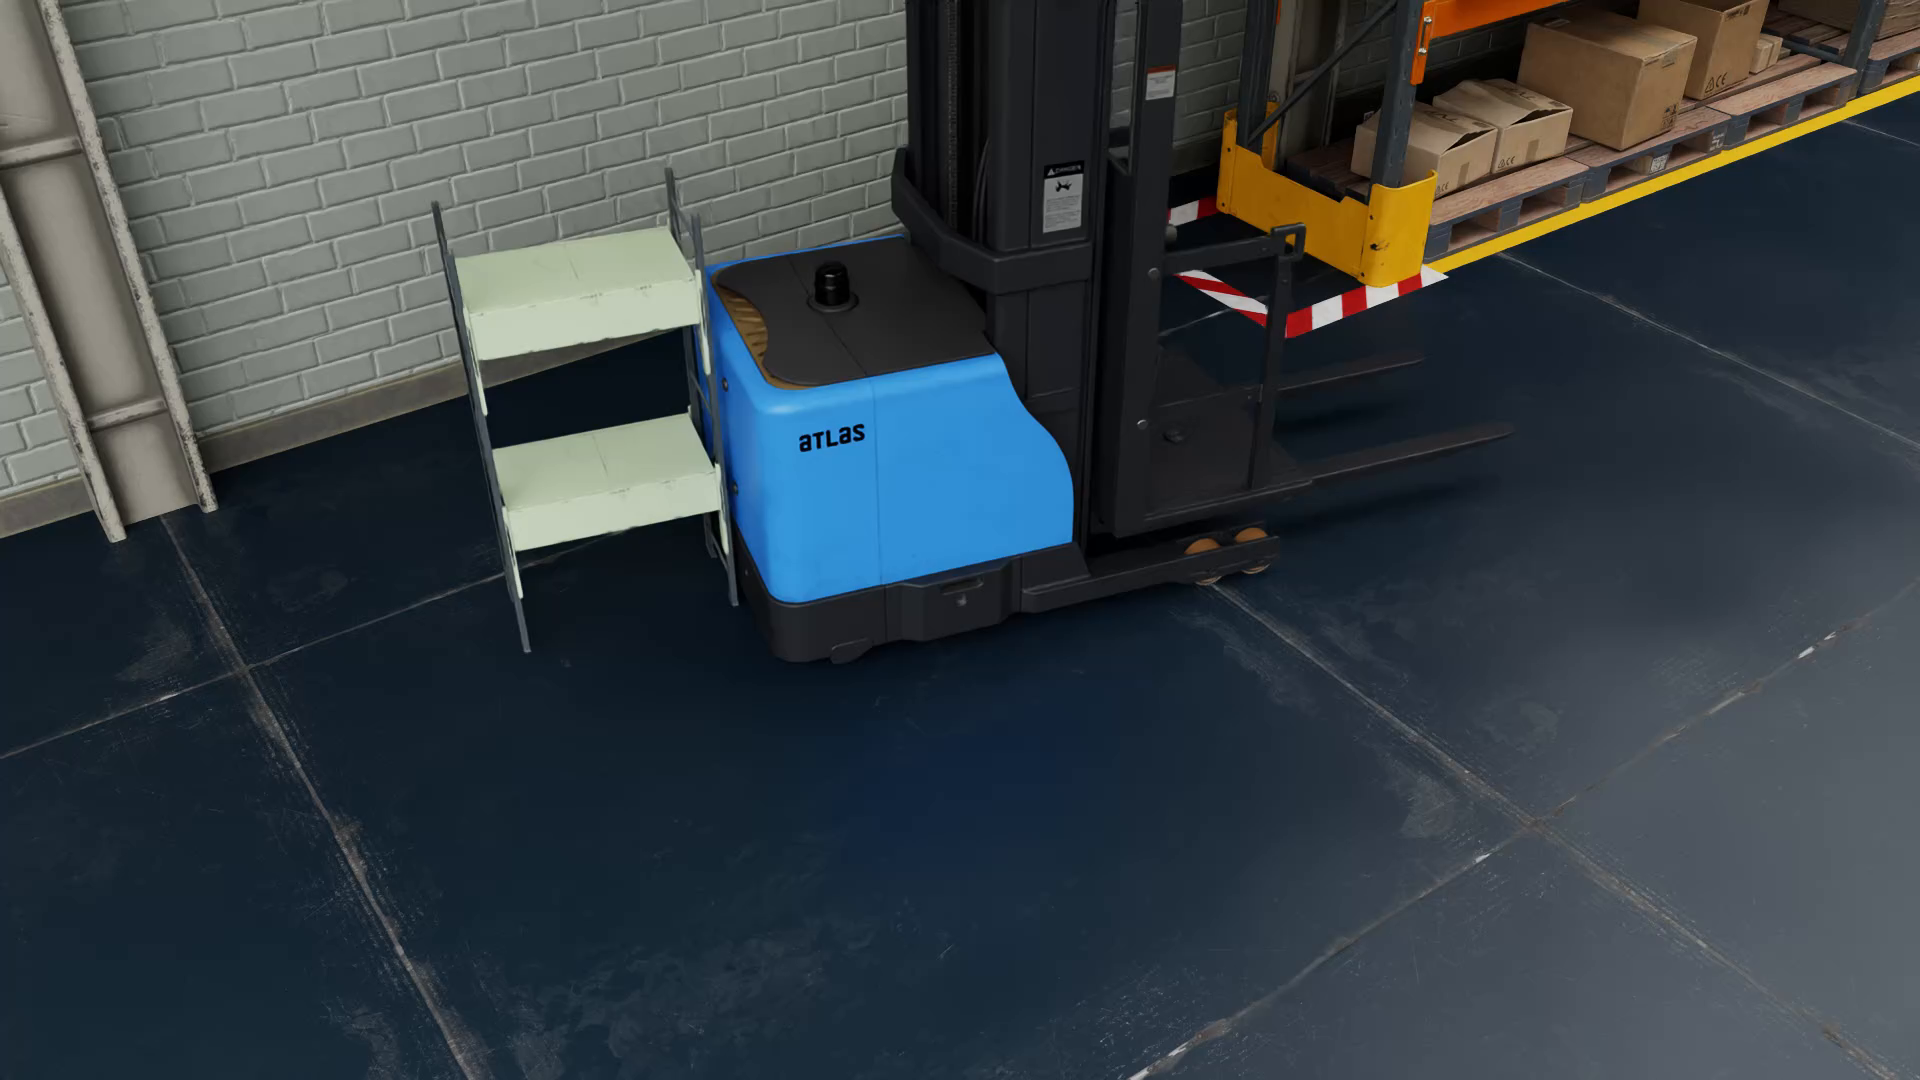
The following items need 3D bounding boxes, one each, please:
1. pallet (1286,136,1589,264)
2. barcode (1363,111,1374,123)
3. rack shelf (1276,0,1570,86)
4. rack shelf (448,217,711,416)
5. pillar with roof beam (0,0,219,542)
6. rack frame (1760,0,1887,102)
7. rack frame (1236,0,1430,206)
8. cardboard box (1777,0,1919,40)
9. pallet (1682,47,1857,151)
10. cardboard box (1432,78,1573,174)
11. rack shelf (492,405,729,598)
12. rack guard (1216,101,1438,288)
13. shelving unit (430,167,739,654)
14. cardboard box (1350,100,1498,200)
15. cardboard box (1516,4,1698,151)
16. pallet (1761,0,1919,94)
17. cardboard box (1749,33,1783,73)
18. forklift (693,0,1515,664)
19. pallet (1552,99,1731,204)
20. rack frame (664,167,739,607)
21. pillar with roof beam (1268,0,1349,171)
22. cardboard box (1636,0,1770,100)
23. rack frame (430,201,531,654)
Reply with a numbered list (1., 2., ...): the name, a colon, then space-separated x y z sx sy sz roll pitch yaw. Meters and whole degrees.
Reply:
1. pallet: 2.468 -1.866 8.664 1.213 0.211 1.003 -22 41 -28
2. barcode: 2.123 -2.194 8.649 0.075 0.075 0.001 -22 41 -28
3. rack shelf: 3.356 -3.097 8.603 4.000 0.370 1.077 -22 41 -28
4. rack shelf: -1.212 -0.722 5.301 0.720 0.370 0.431 -12 38 -17
5. pillar with roof beam: -0.629 -1.727 0.944 0.400 9.000 9.100 -22 41 -28
6. rack frame: 4.991 -4.062 9.328 0.127 3.000 1.000 -22 41 -28
7. rack frame: 1.722 -2.716 7.458 0.127 3.000 1.000 -22 41 -28
8. cardboard box: 5.583 -3.481 10.285 0.500 0.500 0.700 -21 41 -26
9. pallet: 4.463 -2.687 9.805 1.213 0.211 1.003 -22 41 -28
10. cardboard box: 2.805 -2.185 8.645 0.500 0.311 0.500 -19 40 -24
11. rack shelf: -1.212 -0.140 5.719 0.720 0.370 0.431 -12 38 -17
12. rack guard: 1.784 -1.727 8.223 0.348 0.500 1.175 -22 41 -28
13. shelving unit: -1.212 -0.405 5.529 0.755 1.500 0.431 -12 38 -17
14. cardboard box: 2.339 -1.993 8.378 0.500 0.311 0.500 -28 44 -33
15. cardboard box: 3.434 -2.484 8.899 0.500 0.500 0.700 -25 43 -31
16. pallet: 5.627 -3.192 10.507 1.213 0.211 1.003 -22 41 -28
17. cardboard box: 4.571 -2.896 9.757 0.250 0.166 0.380 -28 44 -33
18. forklift: 0.627 -1.303 5.551 3.031 2.935 1.130 -12 38 -17
19. pallet: 3.465 -2.274 9.231 1.213 0.211 1.003 -22 41 -28
20. rack frame: -0.870 -0.481 5.634 0.023 1.500 0.400 -12 38 -17
21. pillar with roof beam: 4.276 -3.745 3.750 0.400 9.000 9.100 -22 41 -28
22. cardboard box: 4.166 -2.857 9.418 0.500 0.500 0.500 -26 43 -31
23. rack frame: -1.554 -0.329 5.423 0.023 1.500 0.400 -12 38 -17
